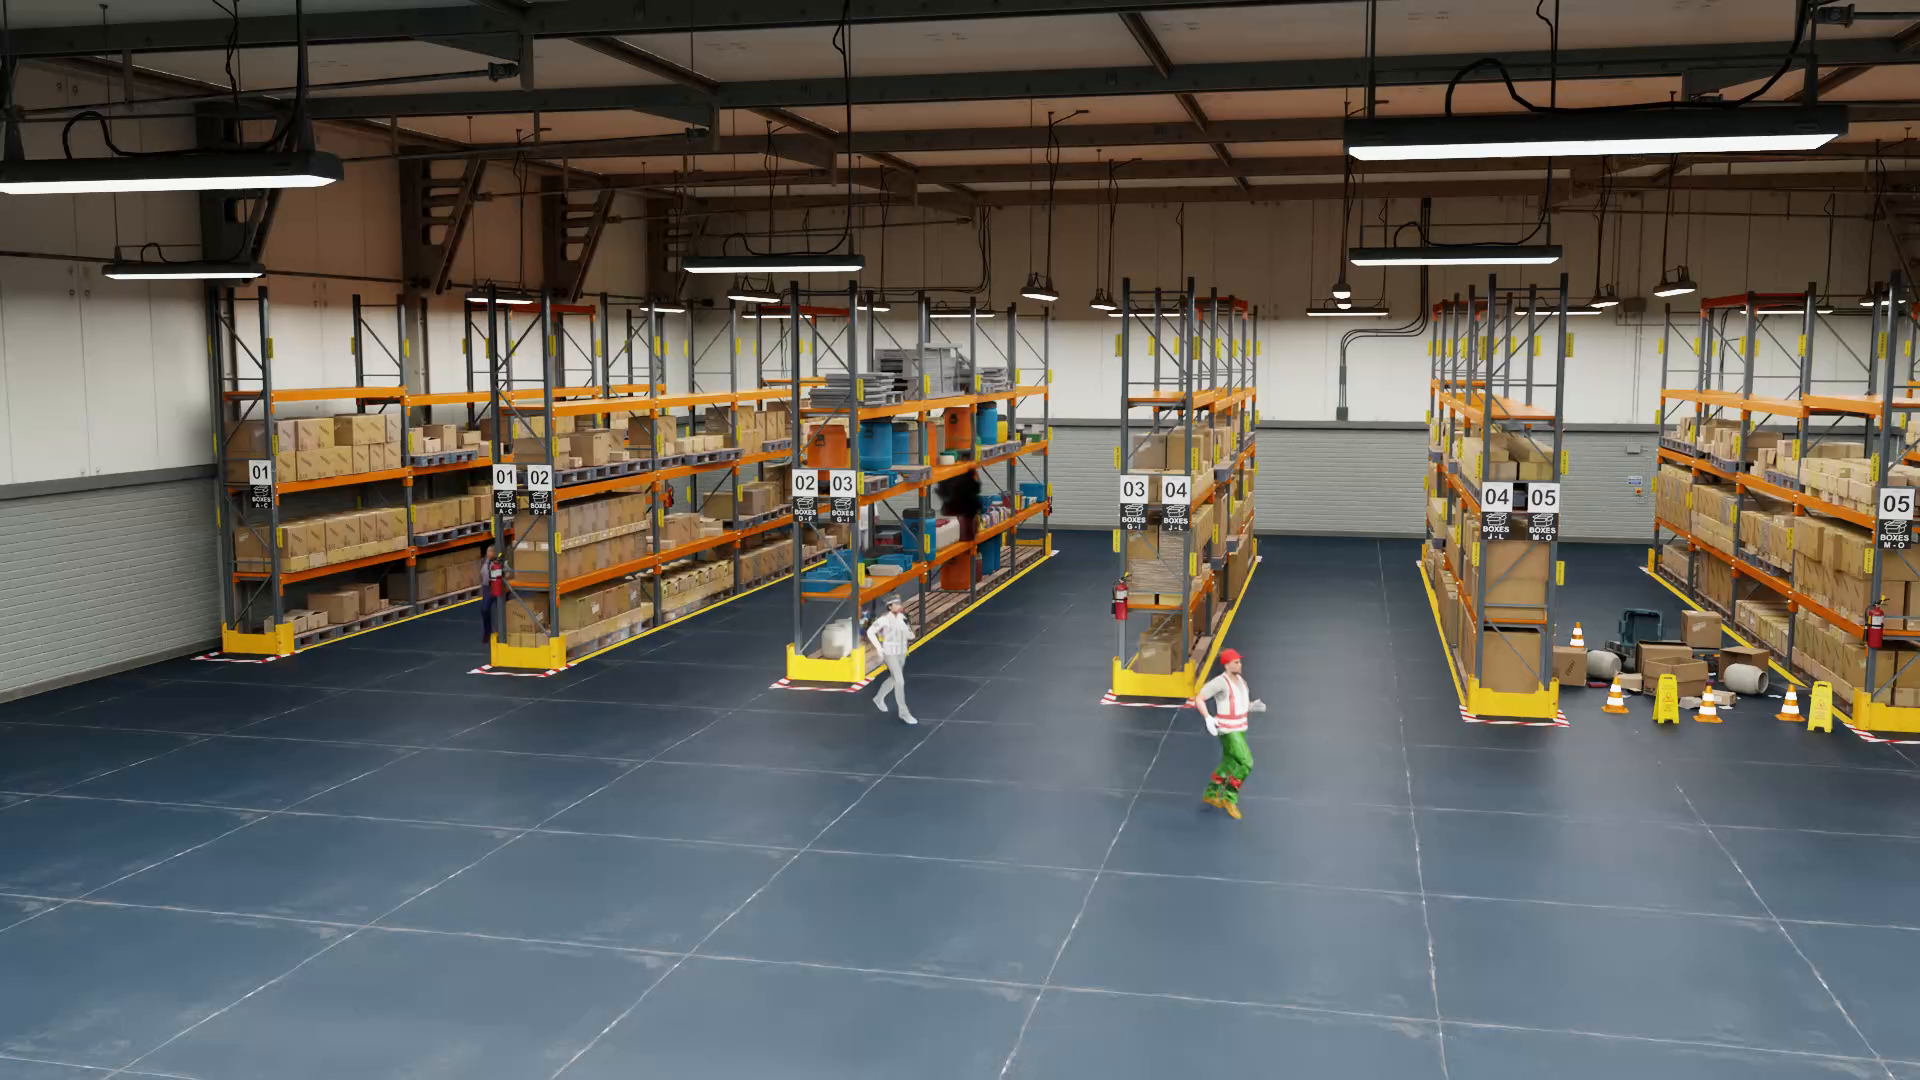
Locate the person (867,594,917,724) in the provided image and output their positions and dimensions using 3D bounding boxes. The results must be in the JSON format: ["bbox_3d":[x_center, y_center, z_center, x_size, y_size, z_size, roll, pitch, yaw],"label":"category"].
[{"bbox_3d":[-0.889,1.569,22.460,0.893,1.714,0.599,6,9,40],"label":"person"}]

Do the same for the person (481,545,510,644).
[{"bbox_3d":[-7.954,0.932,28.558,0.574,1.719,0.754,1,7,12],"label":"person"}]

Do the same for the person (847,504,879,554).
[{"bbox_3d":[-2.104,-0.245,35.820,0.695,1.706,0.575,0,7,3],"label":"person"}]

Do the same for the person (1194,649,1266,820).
[{"bbox_3d":[2.922,2.073,17.835,0.735,1.817,0.641,5,8,36],"label":"person"}]
